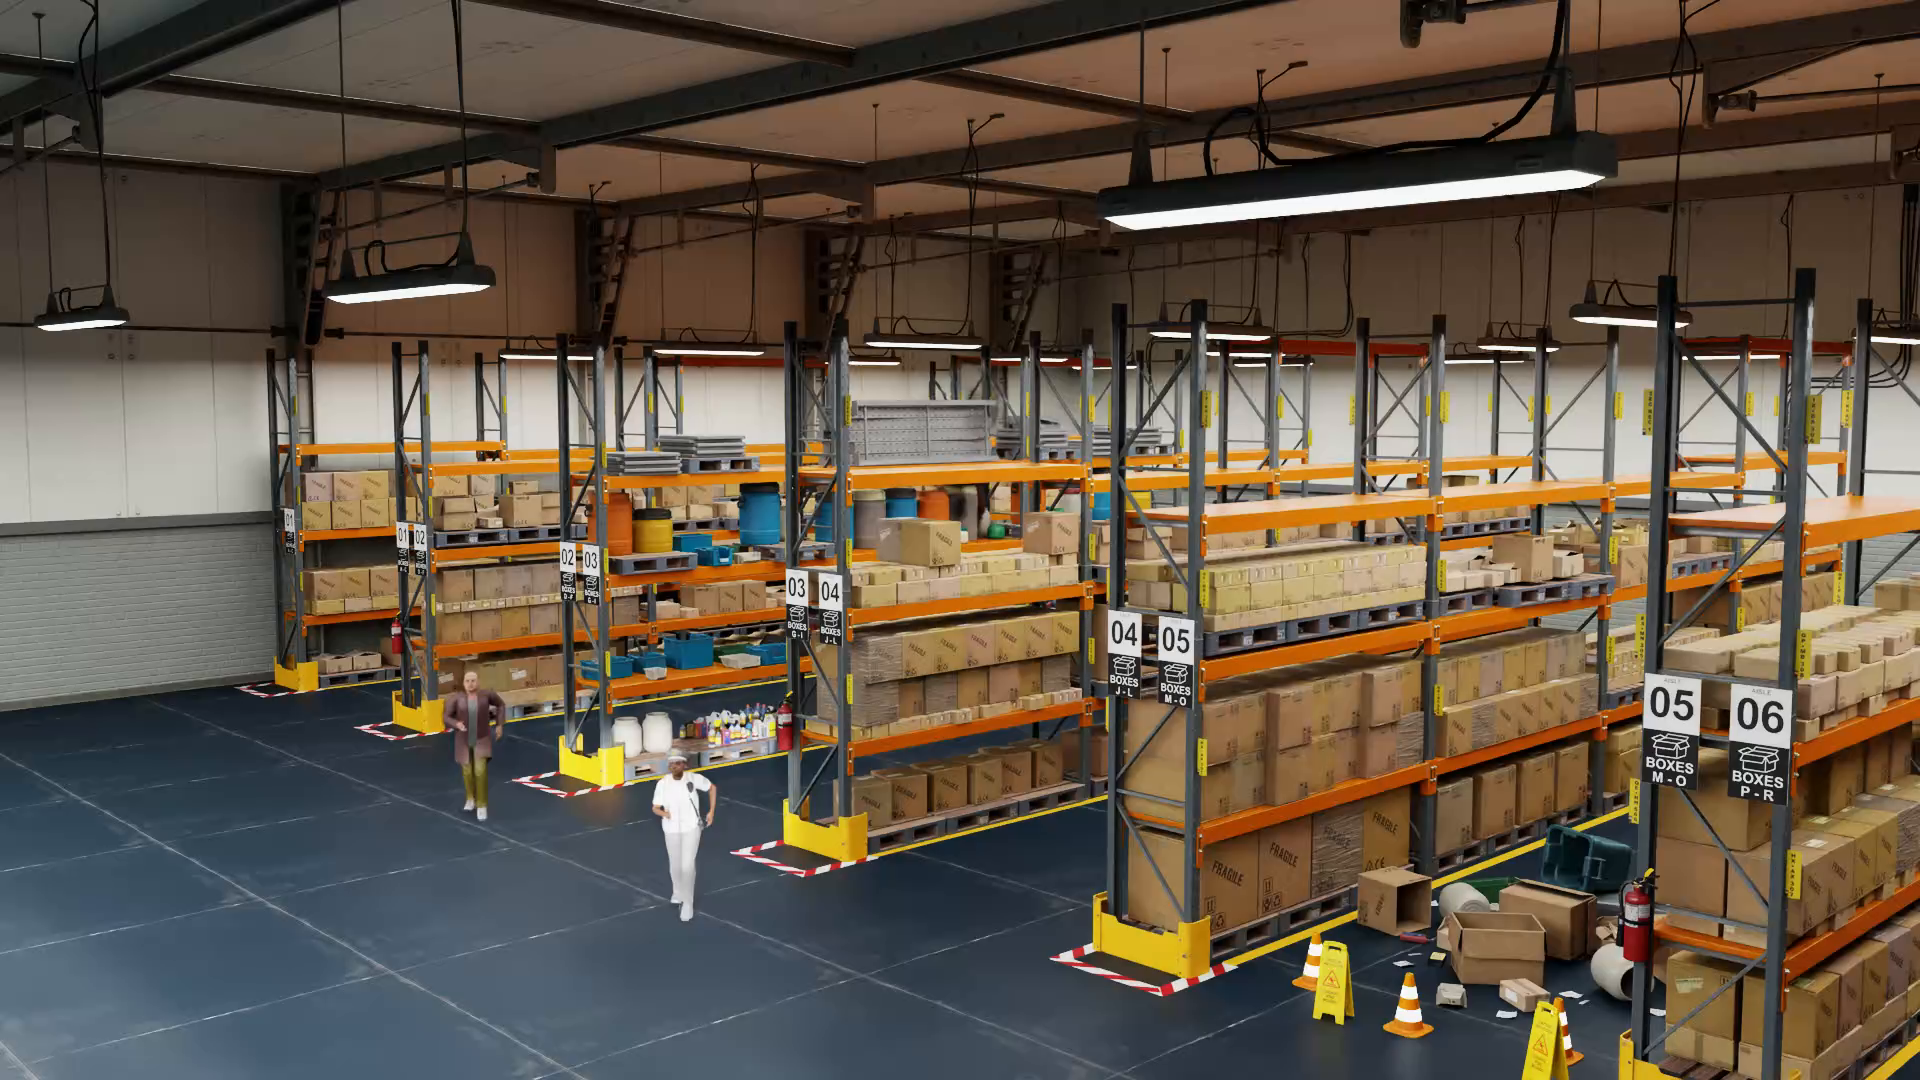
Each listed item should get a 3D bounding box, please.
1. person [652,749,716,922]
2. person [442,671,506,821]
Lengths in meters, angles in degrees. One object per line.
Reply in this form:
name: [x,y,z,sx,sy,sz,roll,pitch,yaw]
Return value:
person: [-2.741,2.897,16.512,0.584,1.718,0.869,0,5,2]
person: [-5.965,2.528,20.433,0.730,1.854,0.836,-1,5,-10]
